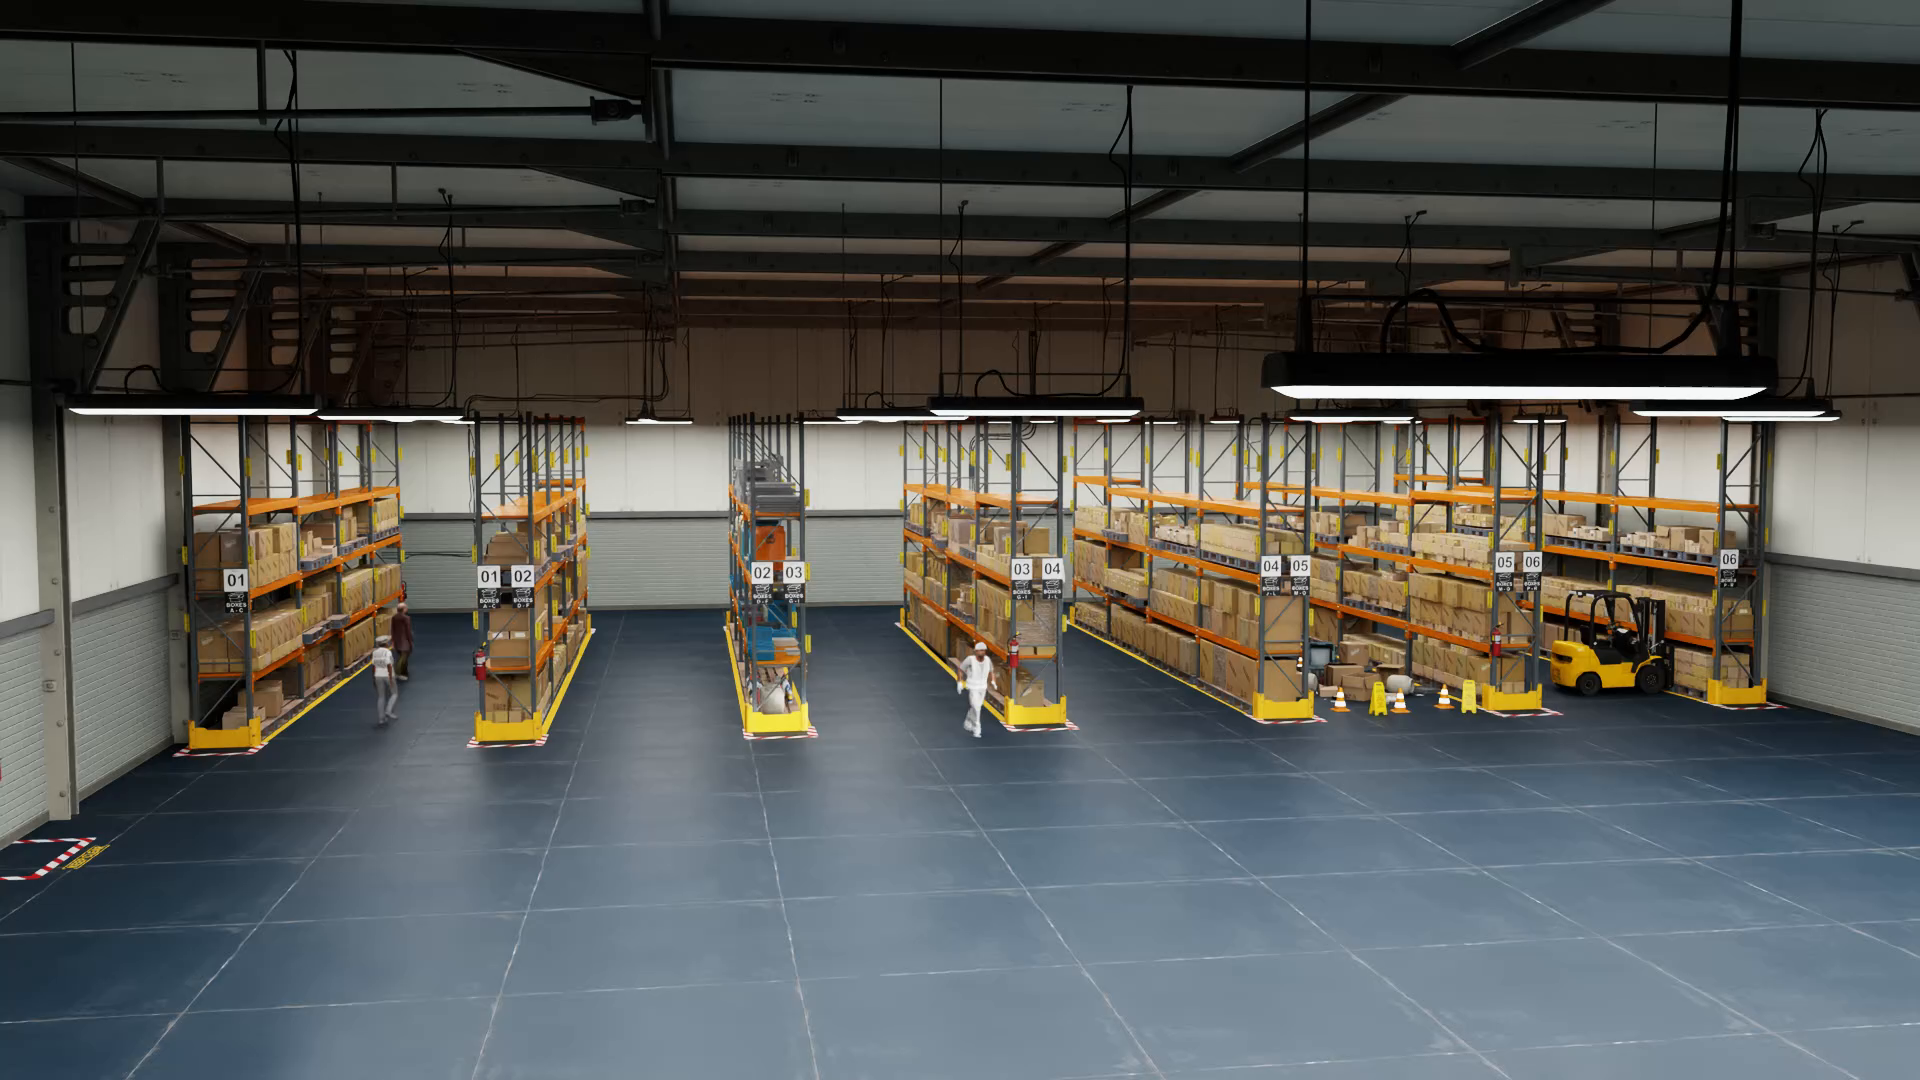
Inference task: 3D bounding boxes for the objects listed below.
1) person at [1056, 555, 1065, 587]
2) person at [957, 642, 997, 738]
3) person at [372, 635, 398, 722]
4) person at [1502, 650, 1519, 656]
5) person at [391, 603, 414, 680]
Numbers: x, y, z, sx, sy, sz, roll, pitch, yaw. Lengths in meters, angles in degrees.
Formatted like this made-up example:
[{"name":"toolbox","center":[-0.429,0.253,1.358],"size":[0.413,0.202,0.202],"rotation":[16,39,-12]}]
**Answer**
[{"name":"person","center":[2.961,1.317,51.913],"size":[0.597,1.721,1.202],"rotation":[1,4,19]},{"name":"person","center":[0.285,2.789,31.003],"size":[0.678,1.798,0.869],"rotation":[-3,5,-35]},{"name":"person","center":[-11.151,2.686,32.229],"size":[0.497,1.671,0.454],"rotation":[0,4,0]},{"name":"person","center":[12.546,2.341,37.957],"size":[0.589,1.616,0.741],"rotation":[-1,4,-8]},{"name":"person","center":[-12.563,2.296,37.449],"size":[0.650,1.754,1.021],"rotation":[1,4,19]}]
